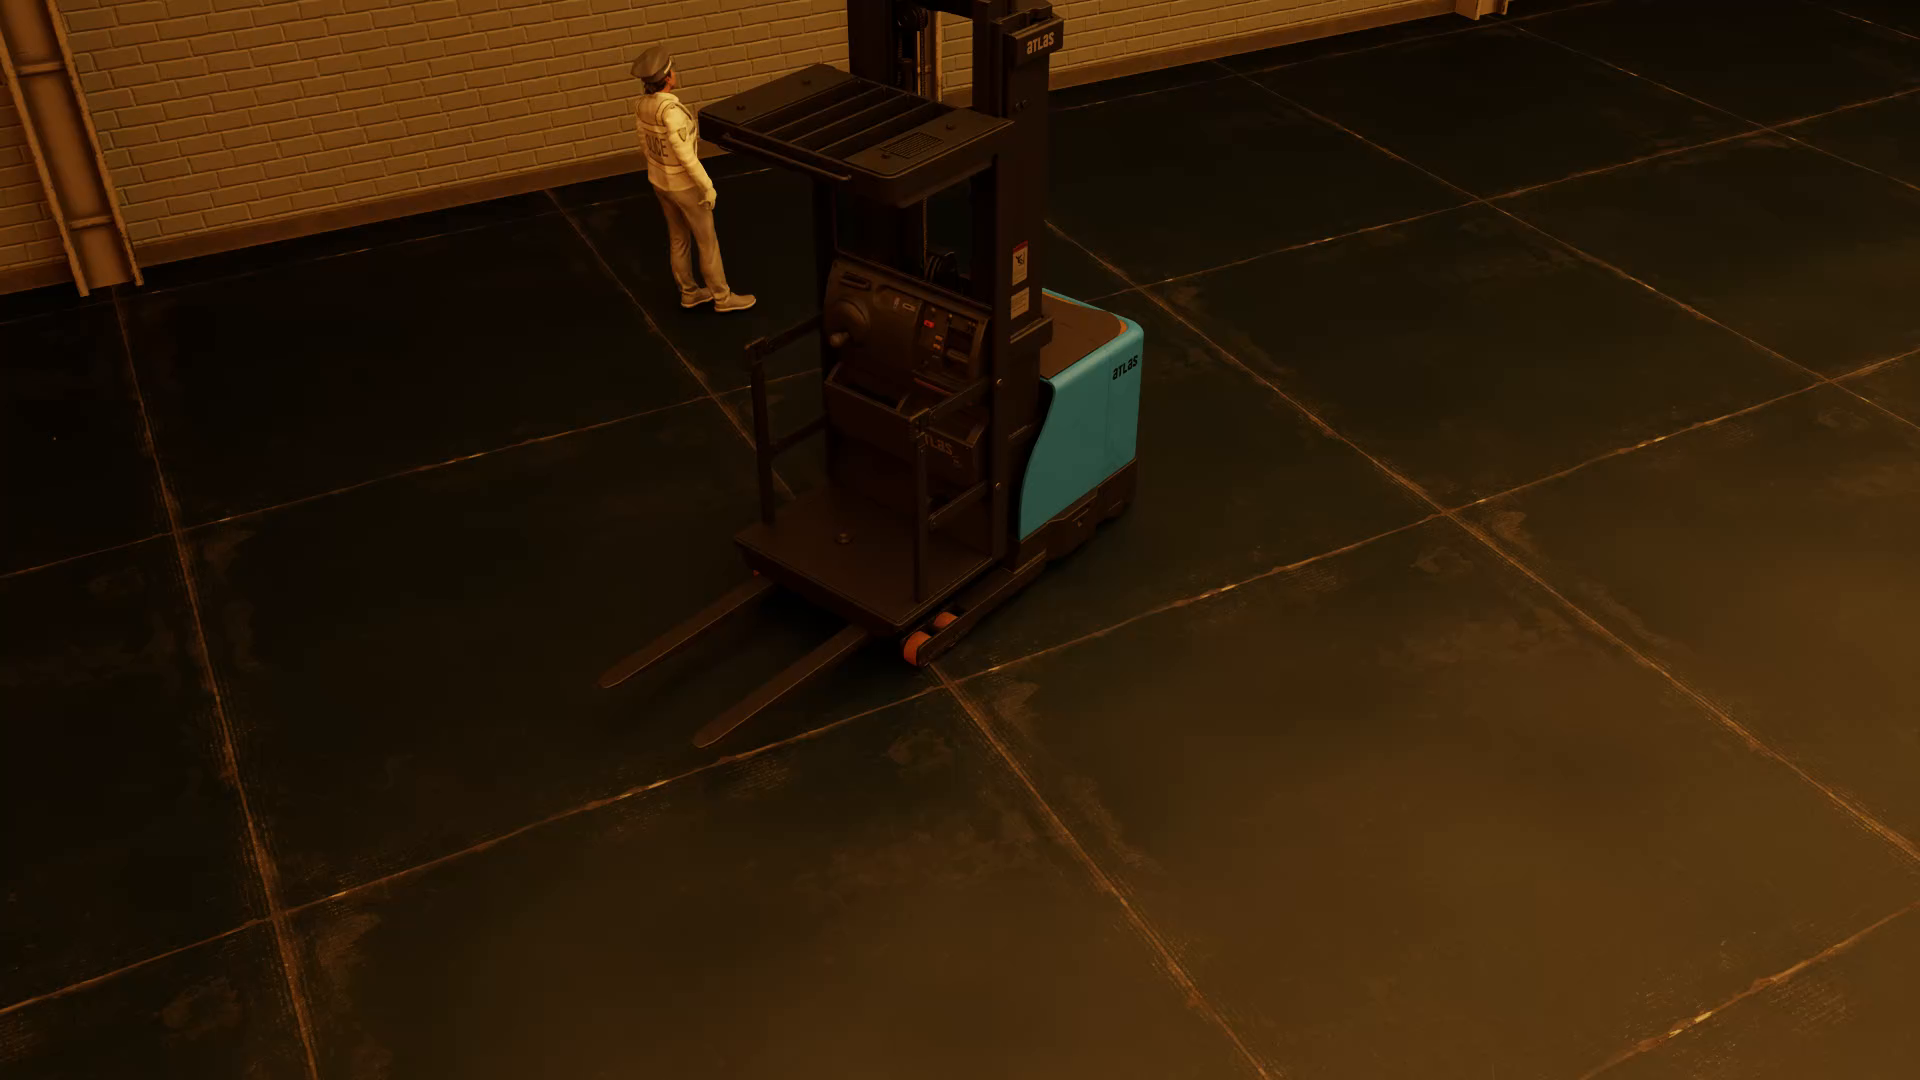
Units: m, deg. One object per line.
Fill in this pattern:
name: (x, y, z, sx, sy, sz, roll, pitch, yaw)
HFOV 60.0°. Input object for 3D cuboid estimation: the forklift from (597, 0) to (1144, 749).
forklift: (-0.390, -0.927, 7.434, 1.130, 2.935, 3.031, 26, 43, 31)

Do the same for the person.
person: (-1.693, -2.238, 10.348, 0.533, 1.696, 0.586, -28, 44, -34)
